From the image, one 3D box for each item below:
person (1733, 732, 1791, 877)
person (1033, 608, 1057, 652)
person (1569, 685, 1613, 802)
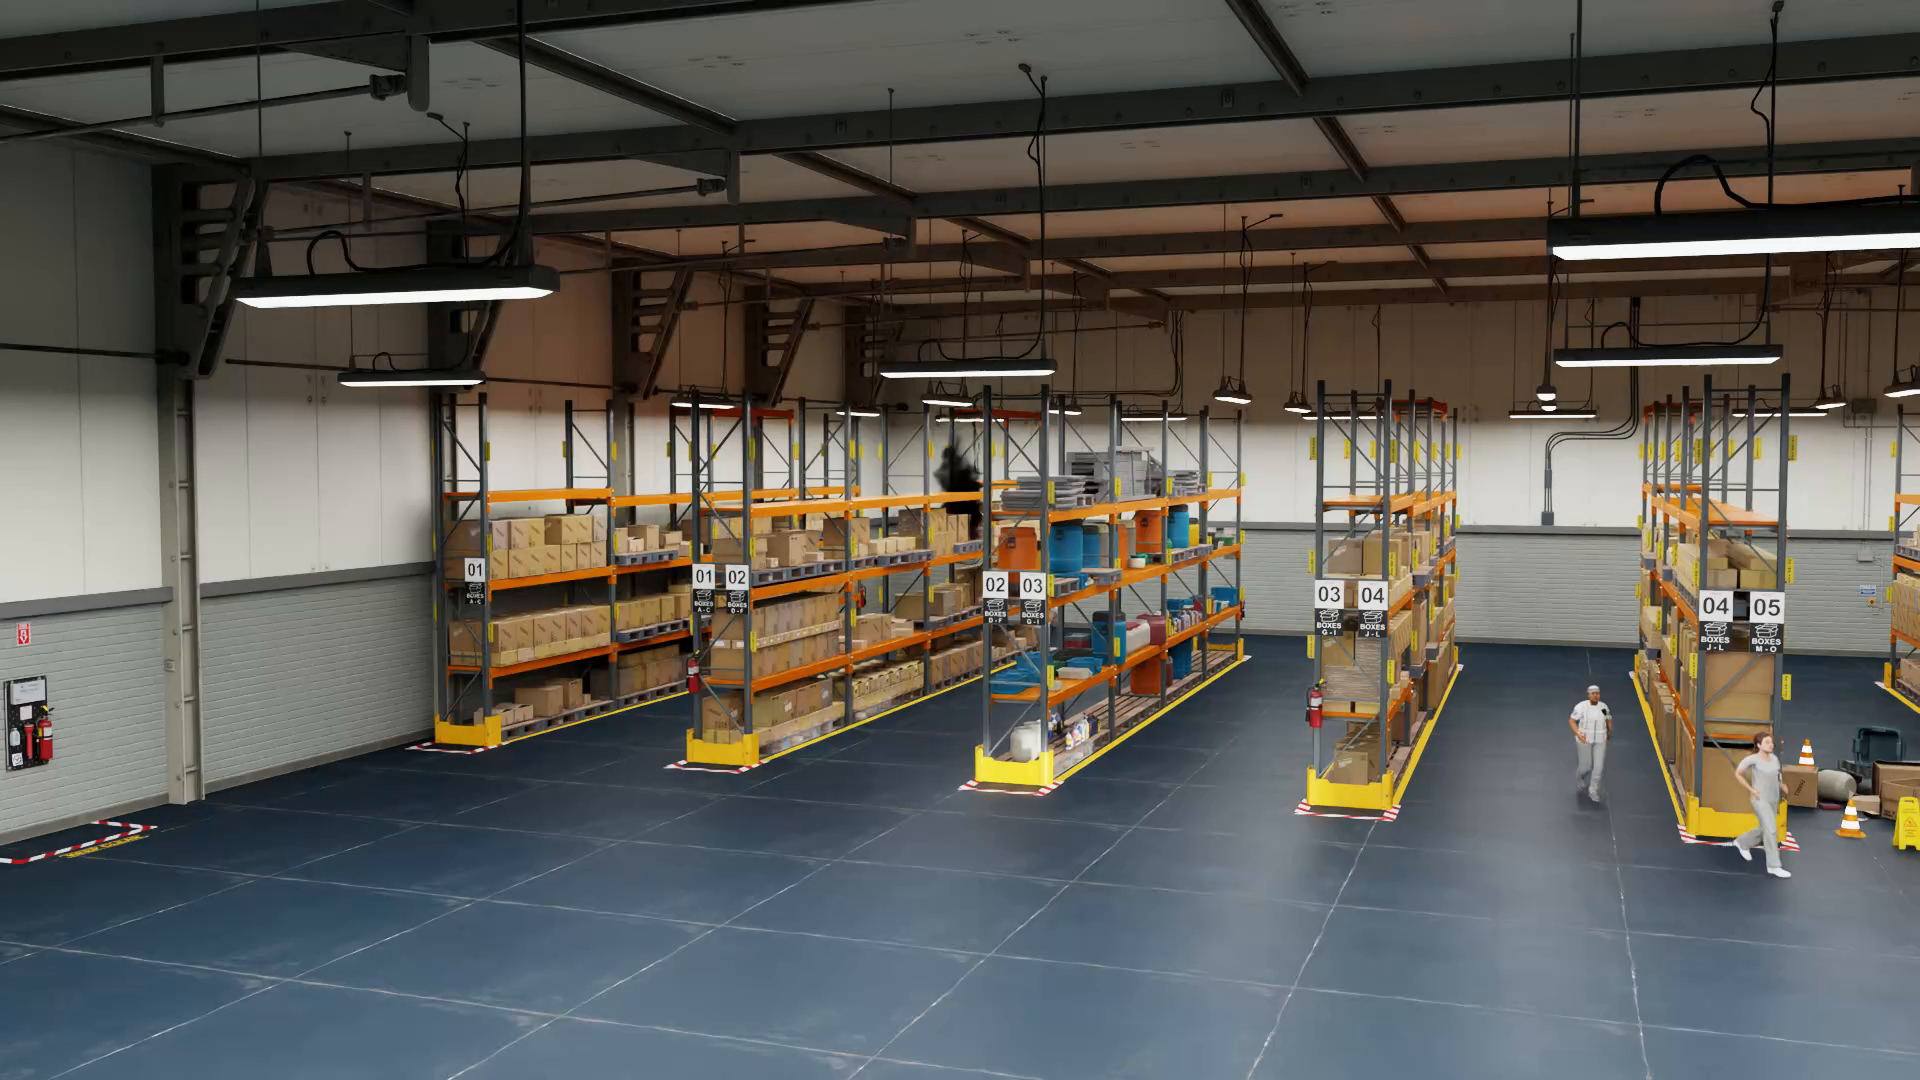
[{"bbox_3d":[9.511,3.100,19.748,0.578,1.654,0.871,-1,3,-20],"label":"person"},{"bbox_3d":[1.794,1.965,36.091,0.556,1.808,0.685,1,3,16],"label":"person"},{"bbox_3d":[9.134,2.922,24.061,0.613,1.632,0.672,0,3,9],"label":"person"}]
